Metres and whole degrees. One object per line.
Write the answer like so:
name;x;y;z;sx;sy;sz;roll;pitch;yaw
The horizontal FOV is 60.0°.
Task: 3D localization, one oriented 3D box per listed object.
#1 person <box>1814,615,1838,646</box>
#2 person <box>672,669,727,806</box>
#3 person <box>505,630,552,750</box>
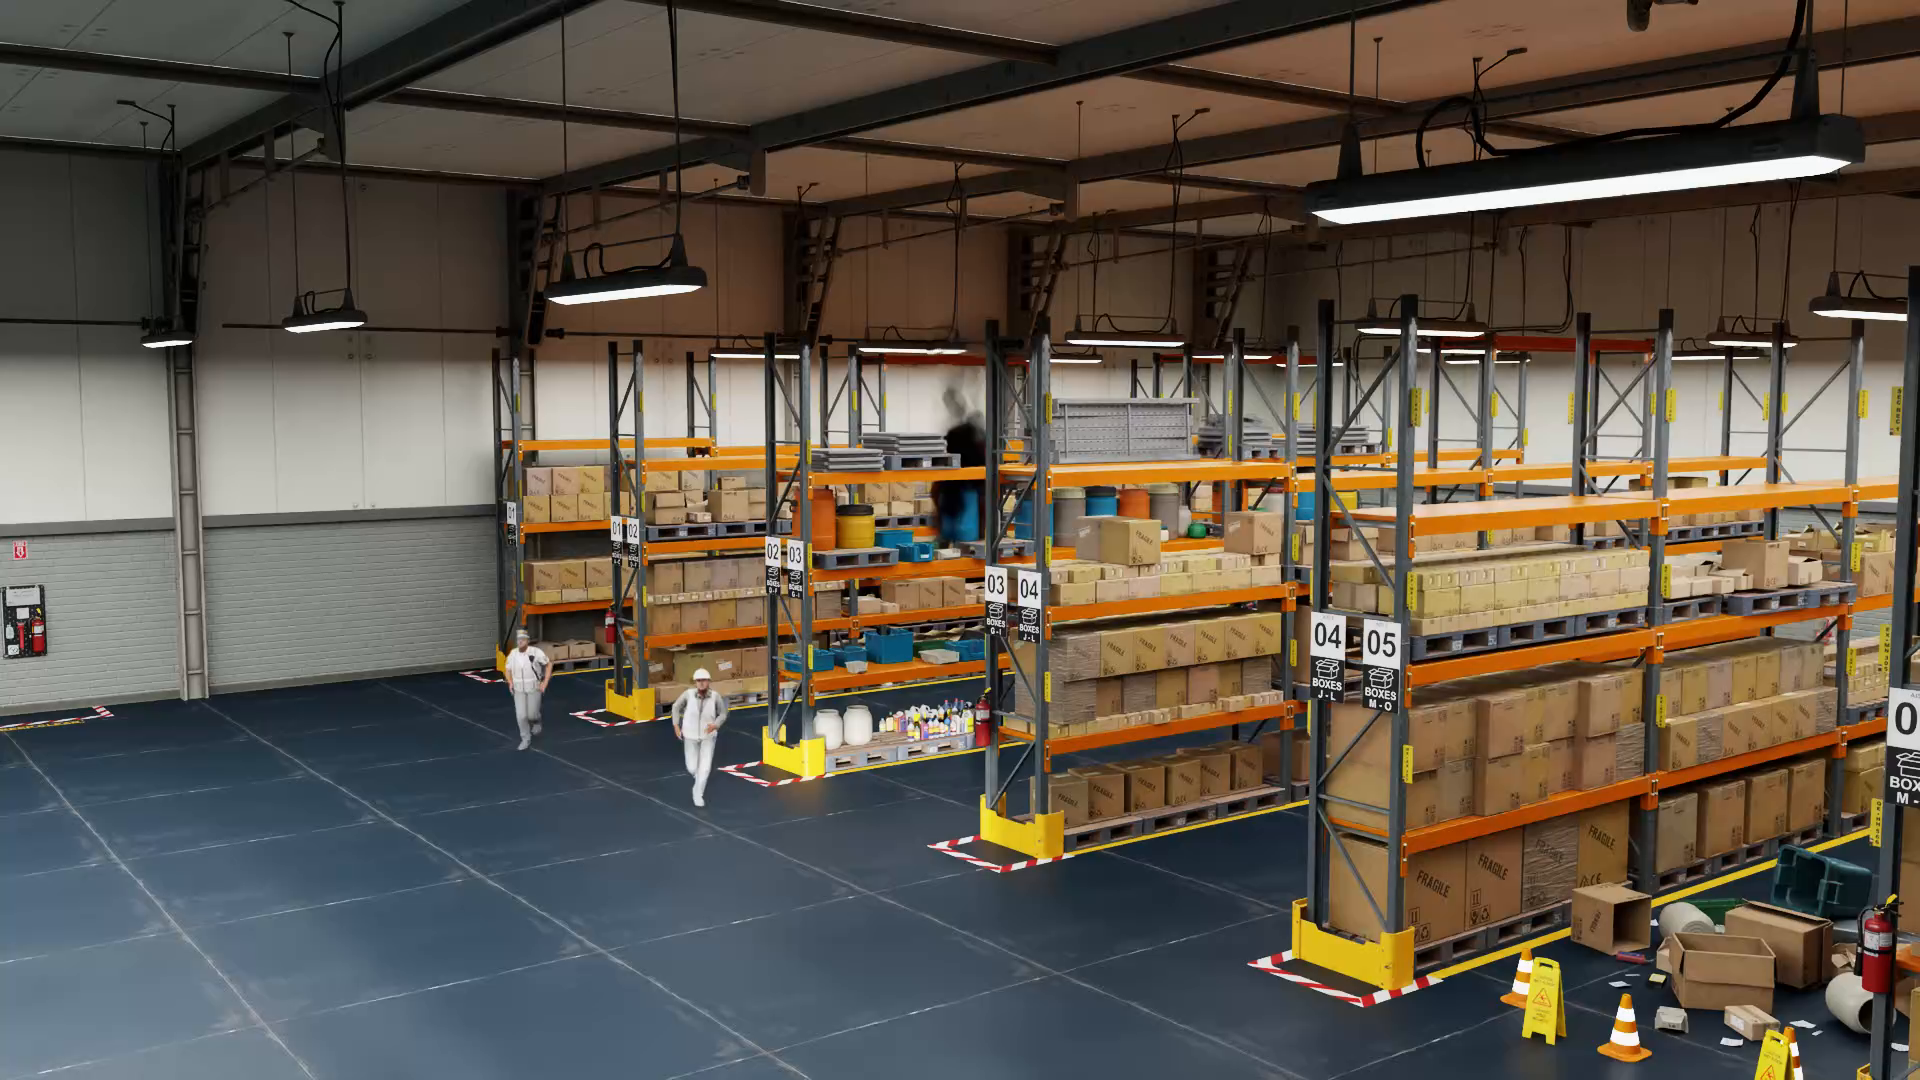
person;14.857;1.836;28.246;0.762;1.785;0.700;-2;5;-19
person;-3.295;2.476;21.054;0.692;1.731;0.688;-1;5;-6
person;-6.324;2.170;24.348;0.677;1.754;0.647;0;5;1
